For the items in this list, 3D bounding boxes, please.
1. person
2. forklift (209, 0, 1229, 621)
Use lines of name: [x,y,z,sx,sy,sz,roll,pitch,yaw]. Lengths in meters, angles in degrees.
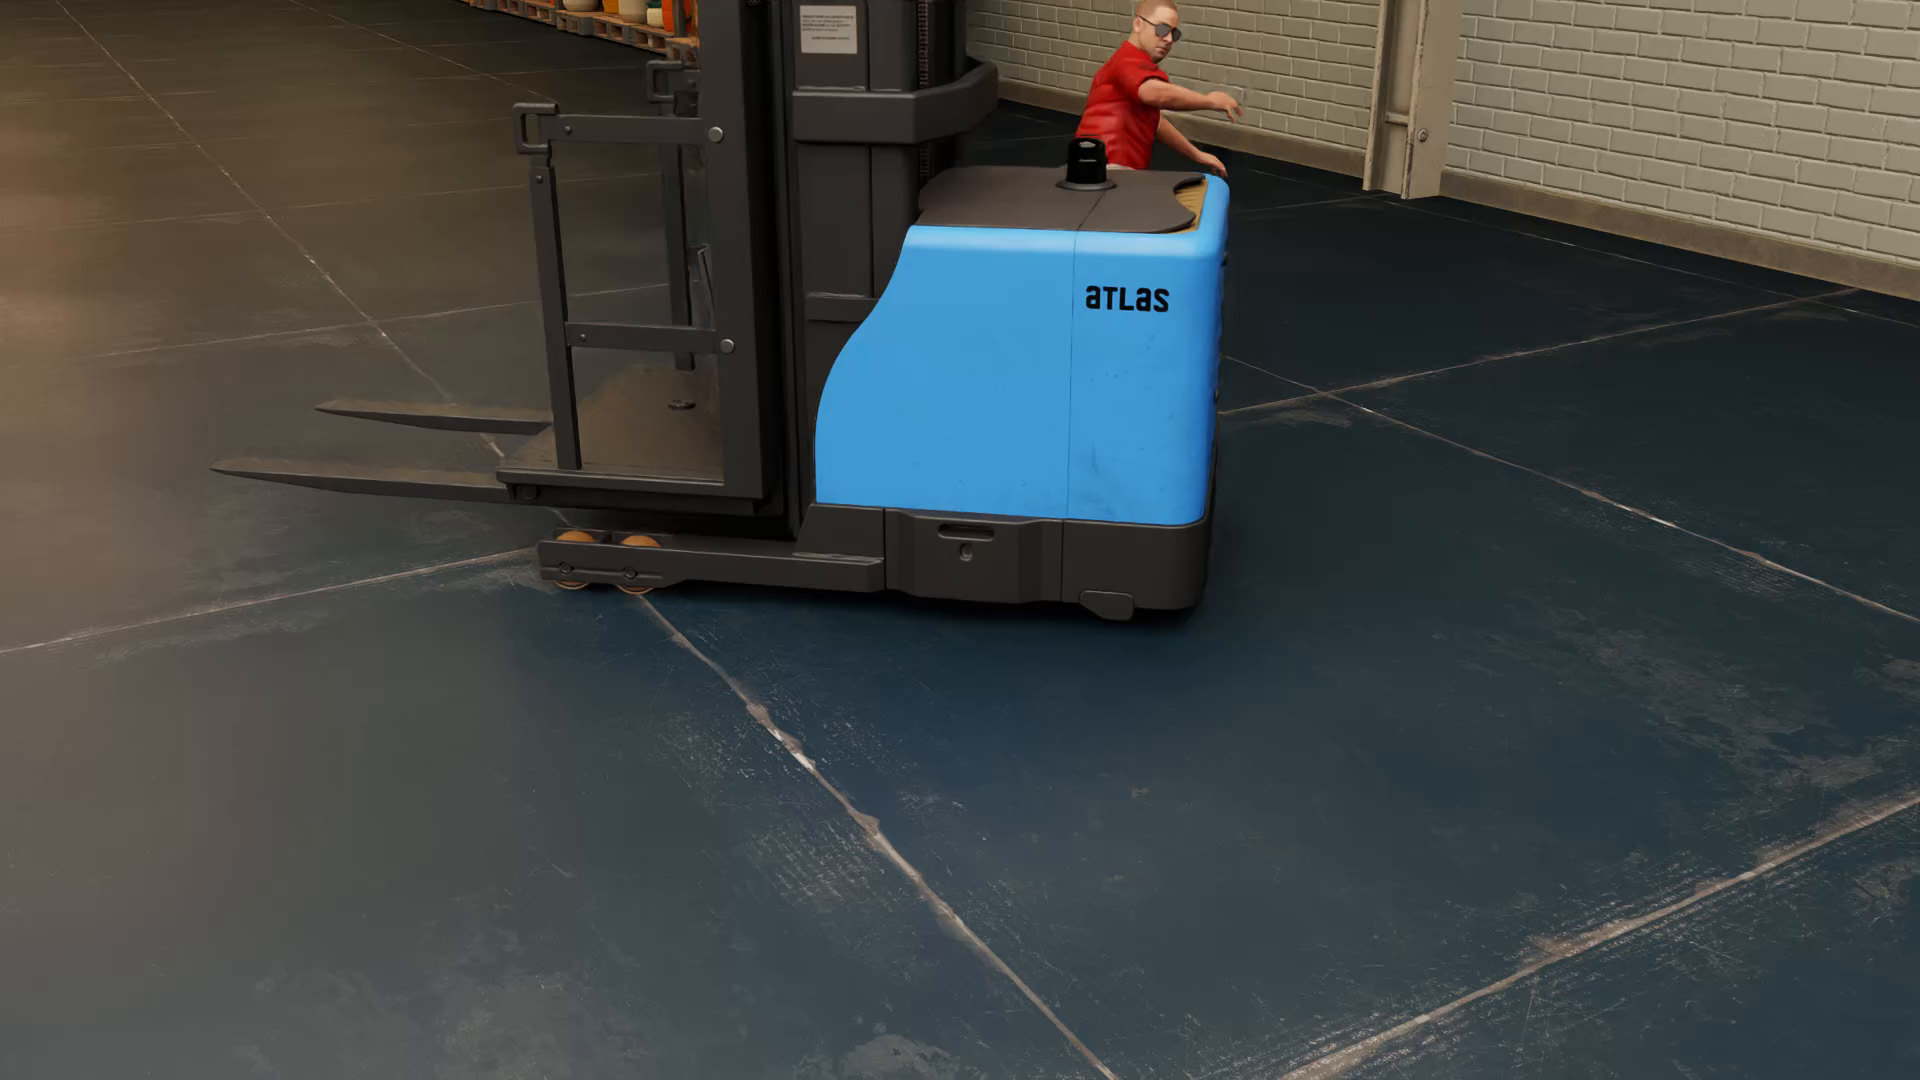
person: [0.861,-1.436,6.776,0.855,1.485,0.796,-8,24,-19]
forklift: [-0.749,-1.392,4.666,3.031,2.935,1.130,4,23,9]
